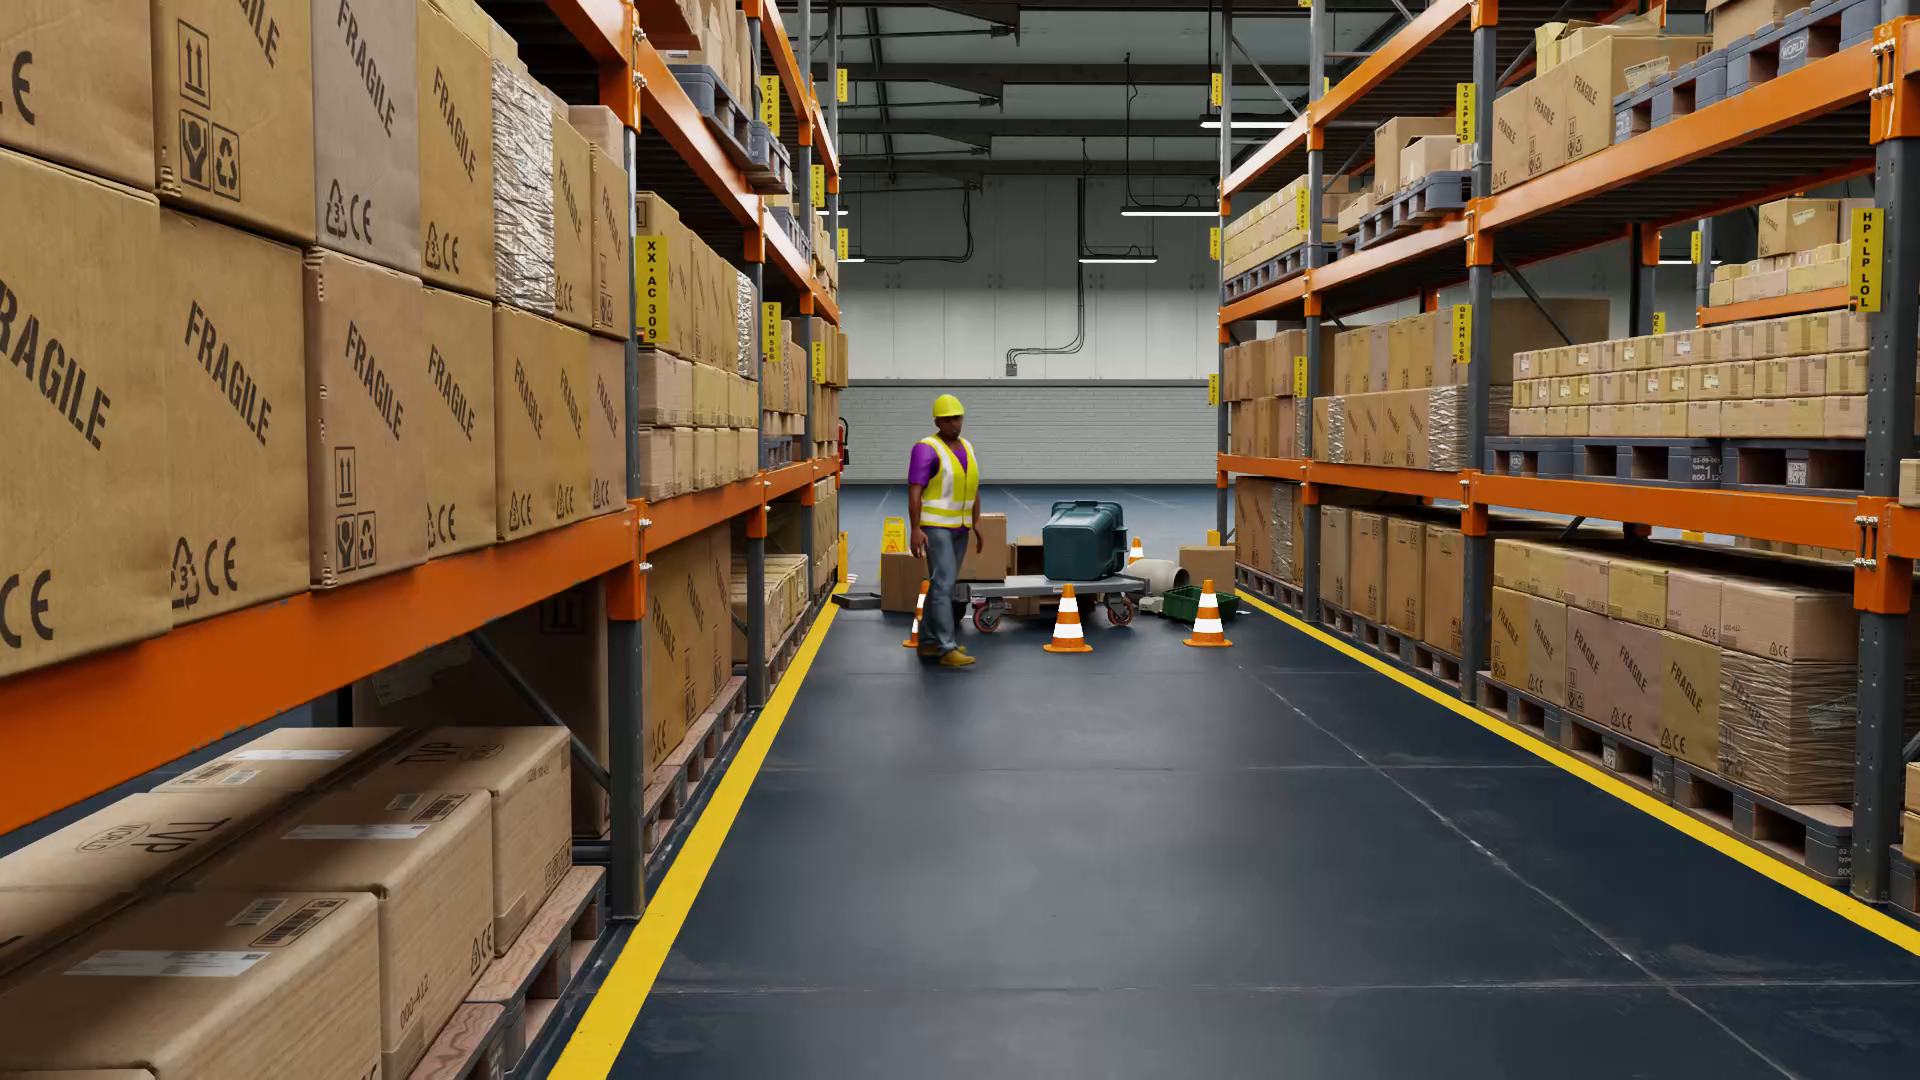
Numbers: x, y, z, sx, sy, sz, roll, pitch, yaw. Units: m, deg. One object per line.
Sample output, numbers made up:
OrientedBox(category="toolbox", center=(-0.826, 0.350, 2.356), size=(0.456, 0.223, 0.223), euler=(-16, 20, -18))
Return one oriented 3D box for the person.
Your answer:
OrientedBox(category="person", center=(-0.071, -0.067, 10.887), size=(0.616, 1.766, 0.629), euler=(3, 5, 35))
